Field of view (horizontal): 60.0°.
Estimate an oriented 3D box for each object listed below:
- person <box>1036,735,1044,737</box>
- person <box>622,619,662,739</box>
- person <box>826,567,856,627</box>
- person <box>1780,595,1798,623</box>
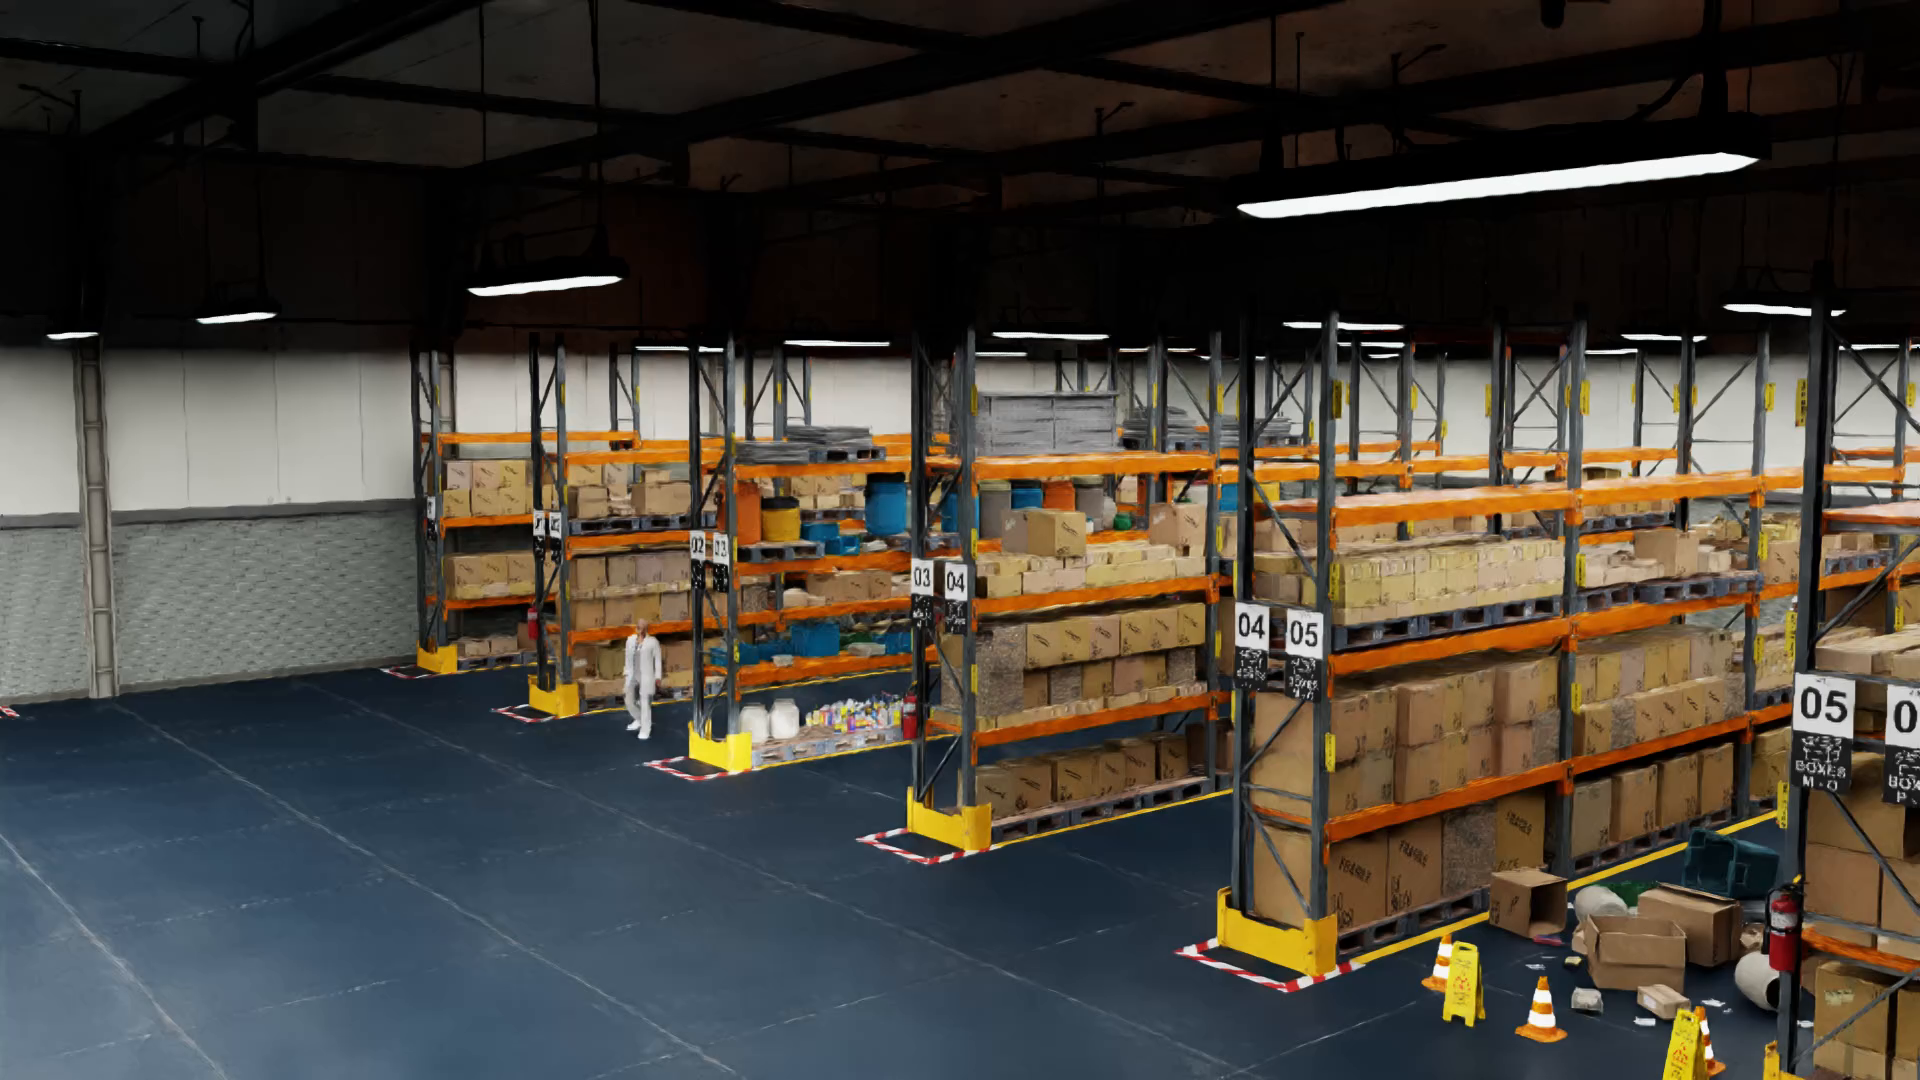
[{"bbox_3d":[1.066,2.028,24.661,0.703,1.699,0.813,3,6,28],"label":"person"},{"bbox_3d":[-4.657,2.022,24.482,0.627,1.772,0.594,1,5,15],"label":"person"},{"bbox_3d":[-2.417,1.277,33.284,1.018,1.612,0.455,-5,7,-40],"label":"person"},{"bbox_3d":[13.906,1.760,27.559,0.549,1.735,0.702,-5,7,-41],"label":"person"}]
